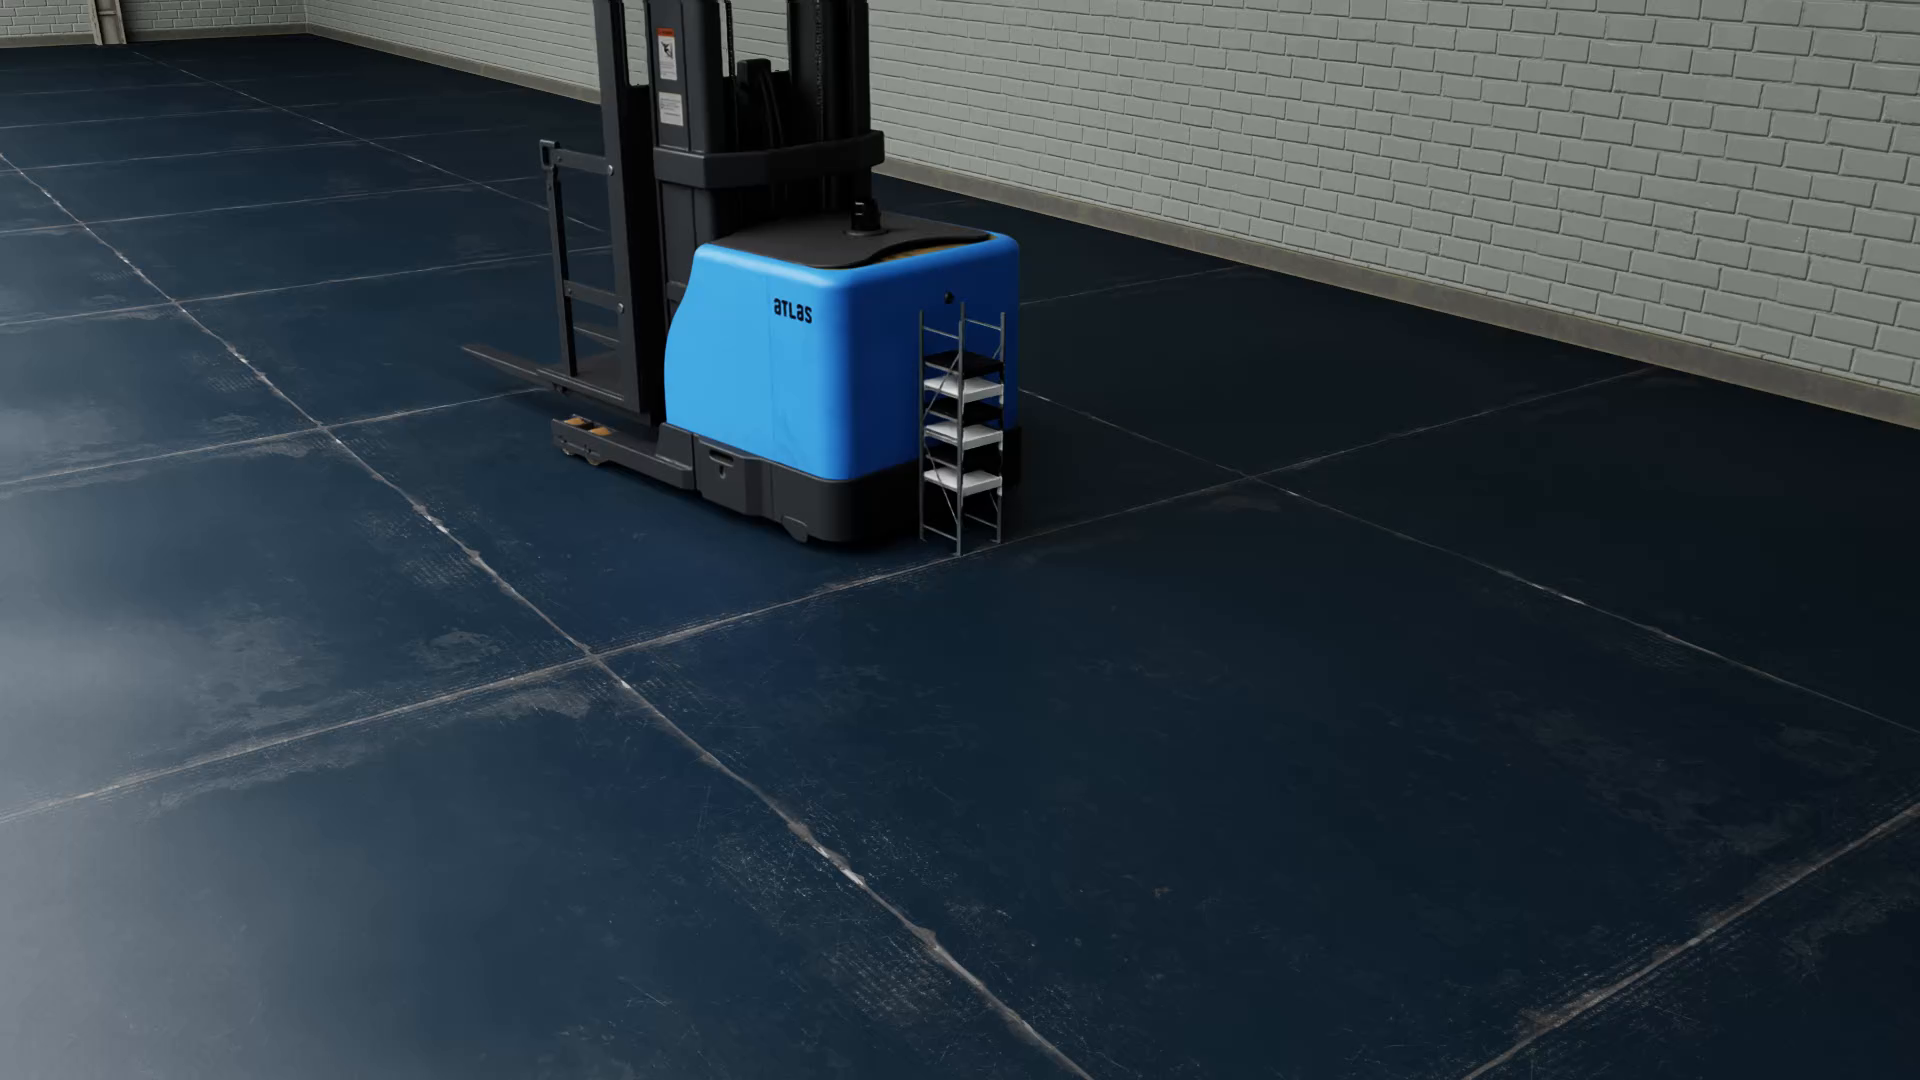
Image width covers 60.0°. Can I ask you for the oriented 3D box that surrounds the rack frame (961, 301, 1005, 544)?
[{"bbox_3d":[0.081,-0.437,6.276,0.006,0.900,0.240,-17,28,-38],"label":"rack frame"}]

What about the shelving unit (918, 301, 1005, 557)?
[{"bbox_3d":[0.004,-0.413,6.214,0.210,0.900,0.258,-17,28,-38],"label":"shelving unit"}]

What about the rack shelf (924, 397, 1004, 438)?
[{"bbox_3d":[0.004,-0.465,6.193,0.200,0.077,0.258,-17,28,-38],"label":"rack shelf"}]

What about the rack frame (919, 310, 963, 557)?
[{"bbox_3d":[-0.072,-0.389,6.151,0.006,0.900,0.240,-17,28,-38],"label":"rack frame"}]

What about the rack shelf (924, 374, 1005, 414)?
[{"bbox_3d":[0.005,-0.549,6.160,0.200,0.077,0.258,-17,28,-38],"label":"rack shelf"}]

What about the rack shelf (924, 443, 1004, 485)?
[{"bbox_3d":[0.003,-0.298,6.259,0.200,0.077,0.258,-17,28,-38],"label":"rack shelf"}]

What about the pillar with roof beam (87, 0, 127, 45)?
[{"bbox_3d":[-10.455,-10.467,20.485,0.400,9.000,9.100,-15,26,-33],"label":"pillar with roof beam"}]

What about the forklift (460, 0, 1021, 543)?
[{"bbox_3d":[-1.153,-1.802,6.957,3.031,2.935,1.130,20,29,41],"label":"forklift"}]

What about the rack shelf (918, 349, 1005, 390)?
[{"bbox_3d":[0.006,-0.633,6.127,0.200,0.077,0.258,-17,28,-38],"label":"rack shelf"}]

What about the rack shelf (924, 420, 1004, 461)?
[{"bbox_3d":[0.004,-0.382,6.226,0.200,0.077,0.258,-17,28,-38],"label":"rack shelf"}]

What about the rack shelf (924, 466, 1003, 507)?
[{"bbox_3d":[0.003,-0.214,6.292,0.200,0.077,0.258,-17,28,-38],"label":"rack shelf"}]
